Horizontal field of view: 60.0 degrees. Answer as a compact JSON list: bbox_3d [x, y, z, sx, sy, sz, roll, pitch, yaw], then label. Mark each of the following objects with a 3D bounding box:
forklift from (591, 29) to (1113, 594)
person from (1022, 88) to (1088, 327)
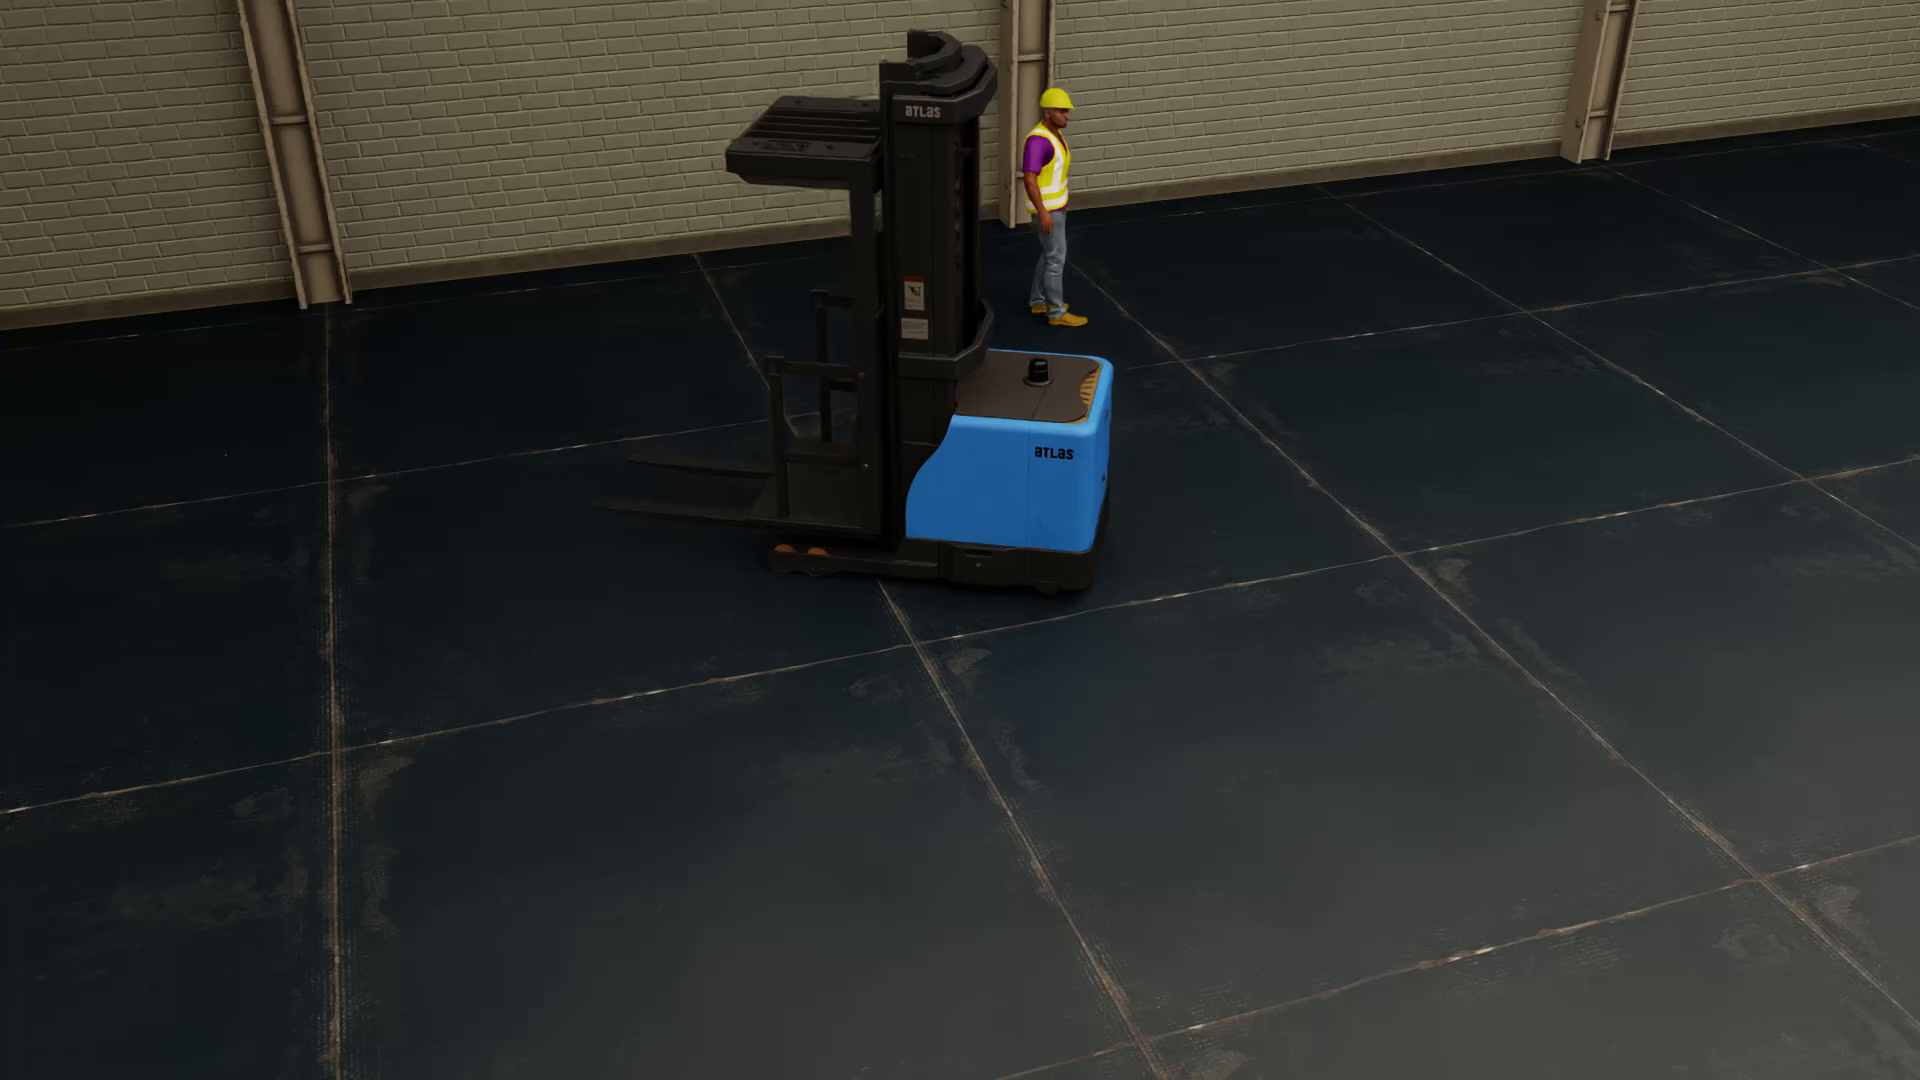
[{"bbox_3d":[-0.660,-1.310,9.364,3.031,2.935,1.130,5,30,9],"label":"forklift"},{"bbox_3d":[0.752,-2.534,12.668,0.541,1.761,0.753,4,30,7],"label":"person"}]
